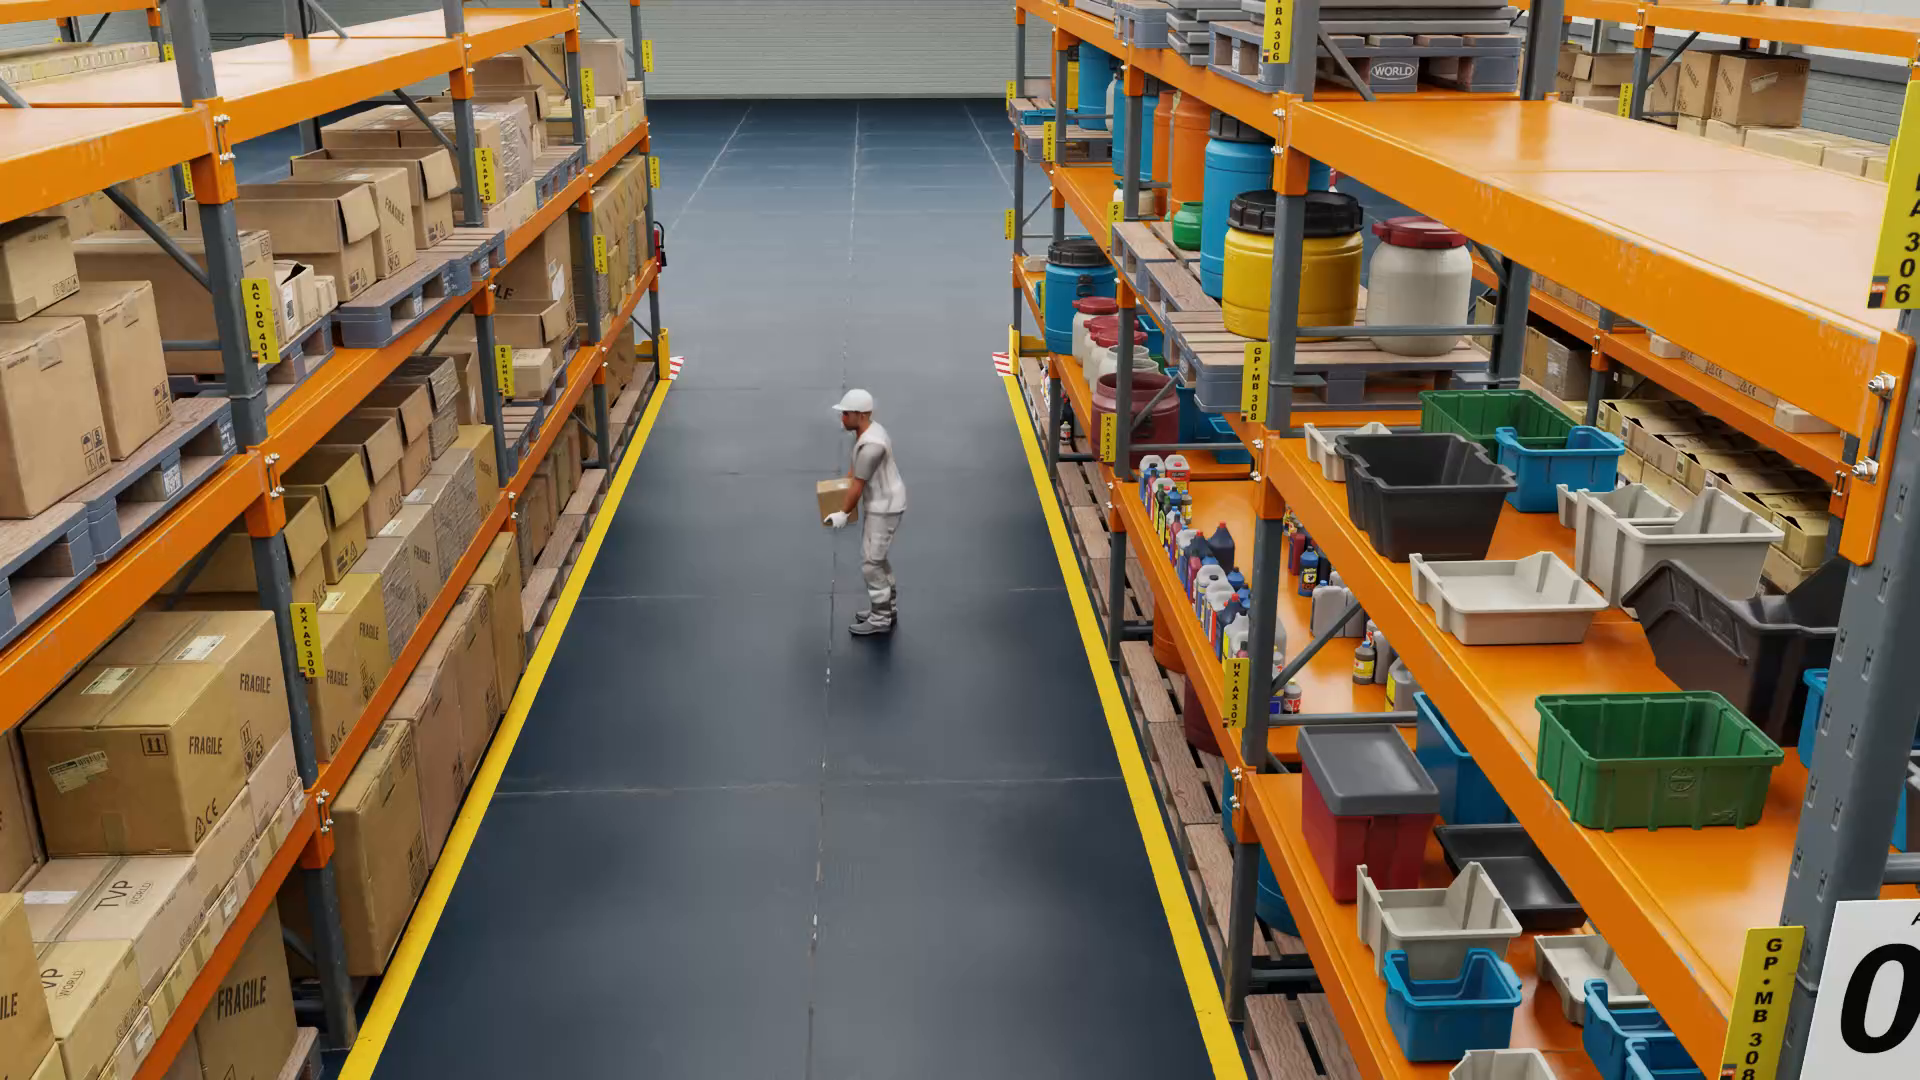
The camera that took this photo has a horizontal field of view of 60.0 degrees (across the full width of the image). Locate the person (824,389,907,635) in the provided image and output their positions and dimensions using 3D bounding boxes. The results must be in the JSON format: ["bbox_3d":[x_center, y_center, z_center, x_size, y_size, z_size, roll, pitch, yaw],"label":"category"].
[{"bbox_3d":[-0.661,-0.198,11.620,0.582,1.760,0.491,-1,20,-4],"label":"person"}]
